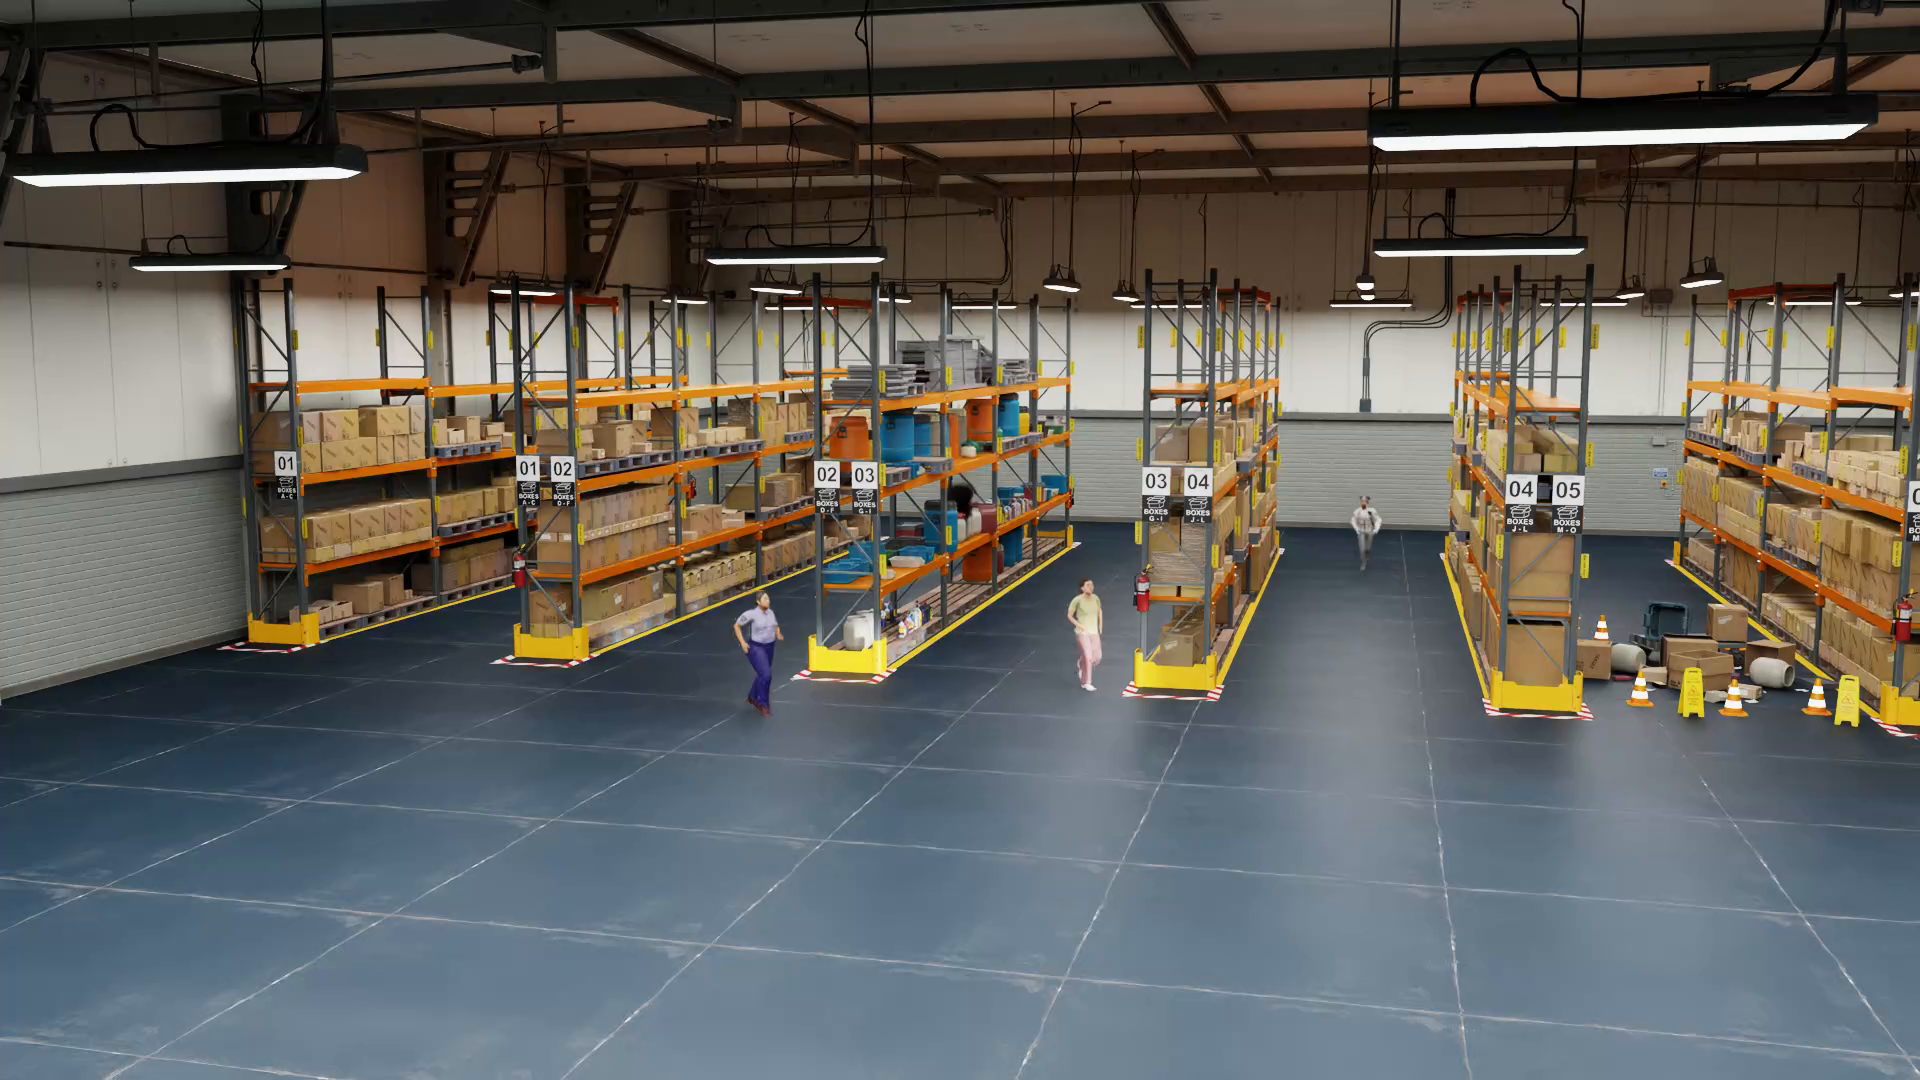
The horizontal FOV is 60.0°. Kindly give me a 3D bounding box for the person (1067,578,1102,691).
[{"bbox_3d":[1.802,1.336,23.951,0.601,1.632,0.585,-3,8,-27],"label":"person"}]

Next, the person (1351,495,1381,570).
[{"bbox_3d":[8.849,-0.158,36.299,0.632,1.657,0.600,2,7,18],"label":"person"}]

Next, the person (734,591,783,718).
[{"bbox_3d":[-2.675,1.535,22.350,0.718,1.715,0.614,5,9,38],"label":"person"}]
